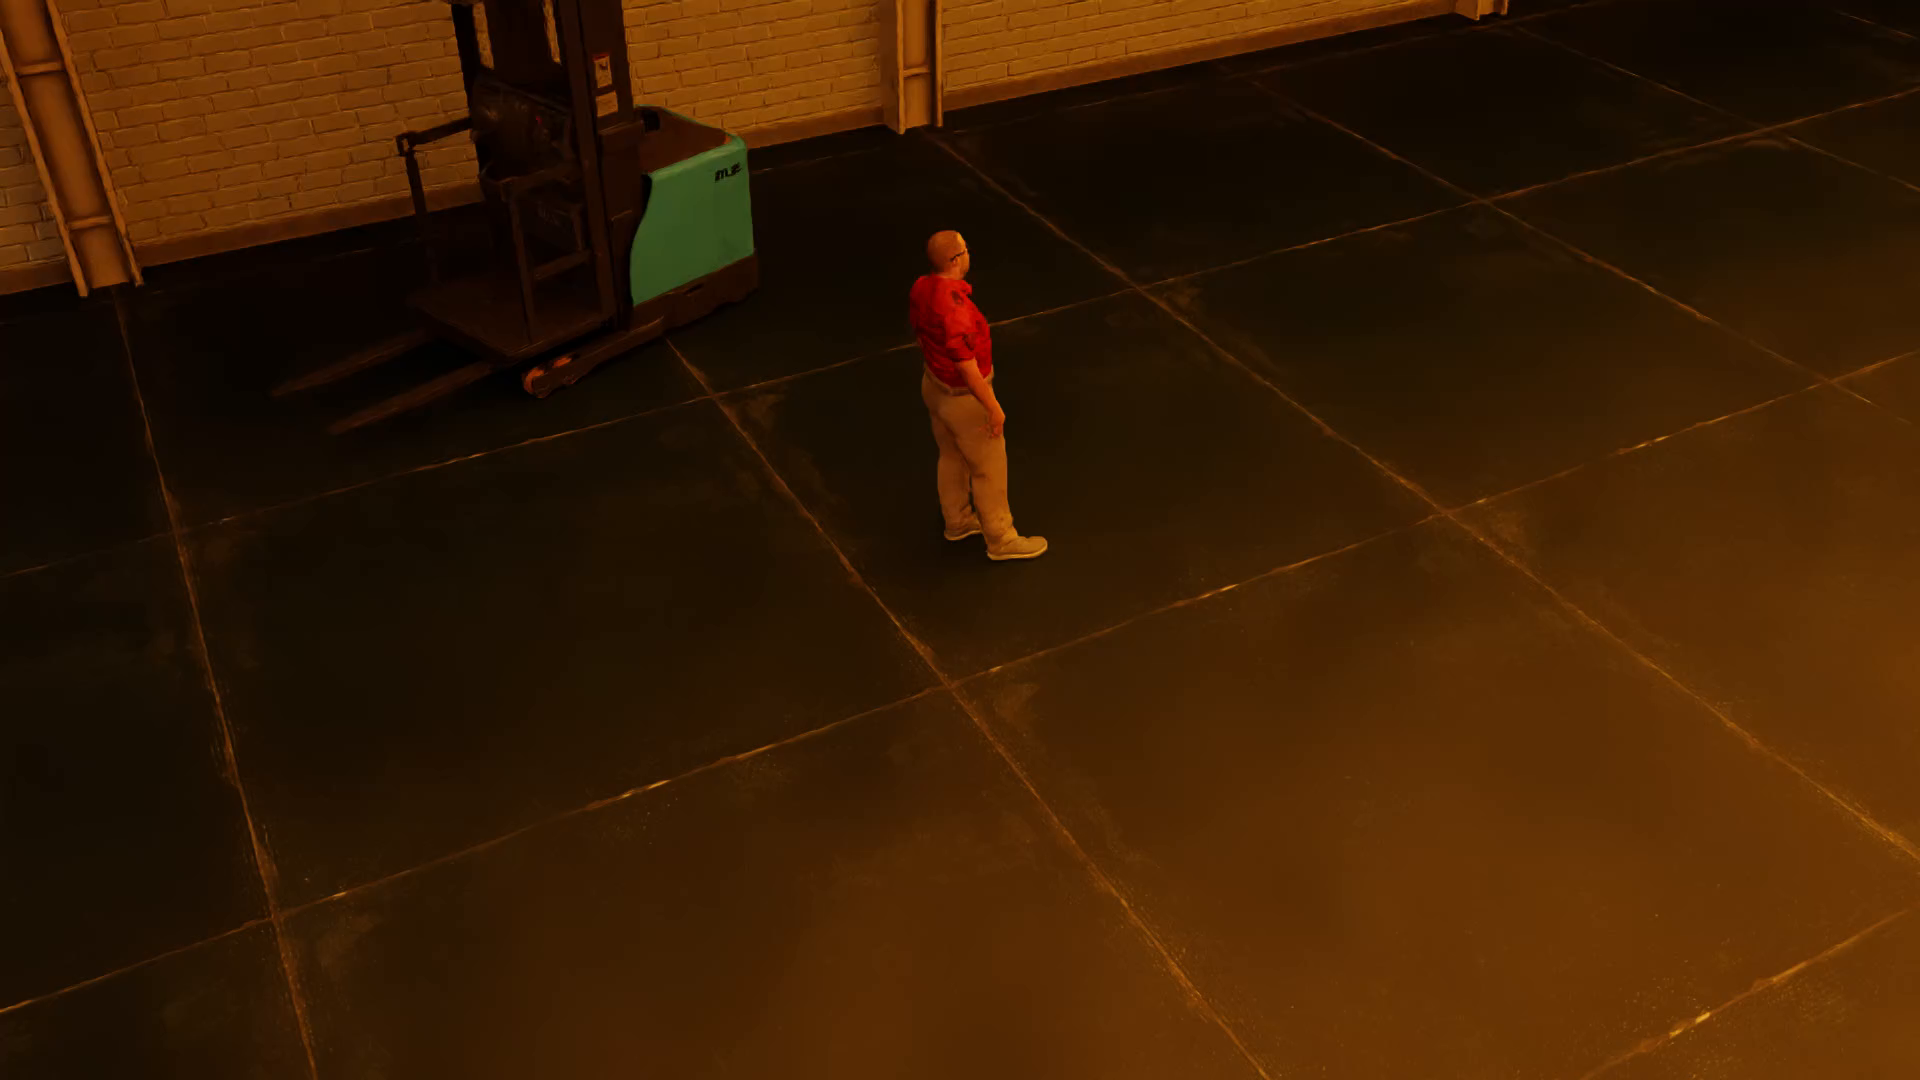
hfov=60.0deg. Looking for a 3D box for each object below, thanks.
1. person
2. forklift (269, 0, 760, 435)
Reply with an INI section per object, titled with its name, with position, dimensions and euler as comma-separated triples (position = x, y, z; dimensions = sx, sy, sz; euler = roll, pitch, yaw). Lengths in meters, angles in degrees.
[person]
position = 0.085, -0.730, 8.185
dimensions = 0.550, 1.727, 0.640
euler = -17, 39, -23
[forklift]
position = -2.673, -2.372, 9.478
dimensions = 1.130, 2.935, 3.031
euler = 27, 44, 33
